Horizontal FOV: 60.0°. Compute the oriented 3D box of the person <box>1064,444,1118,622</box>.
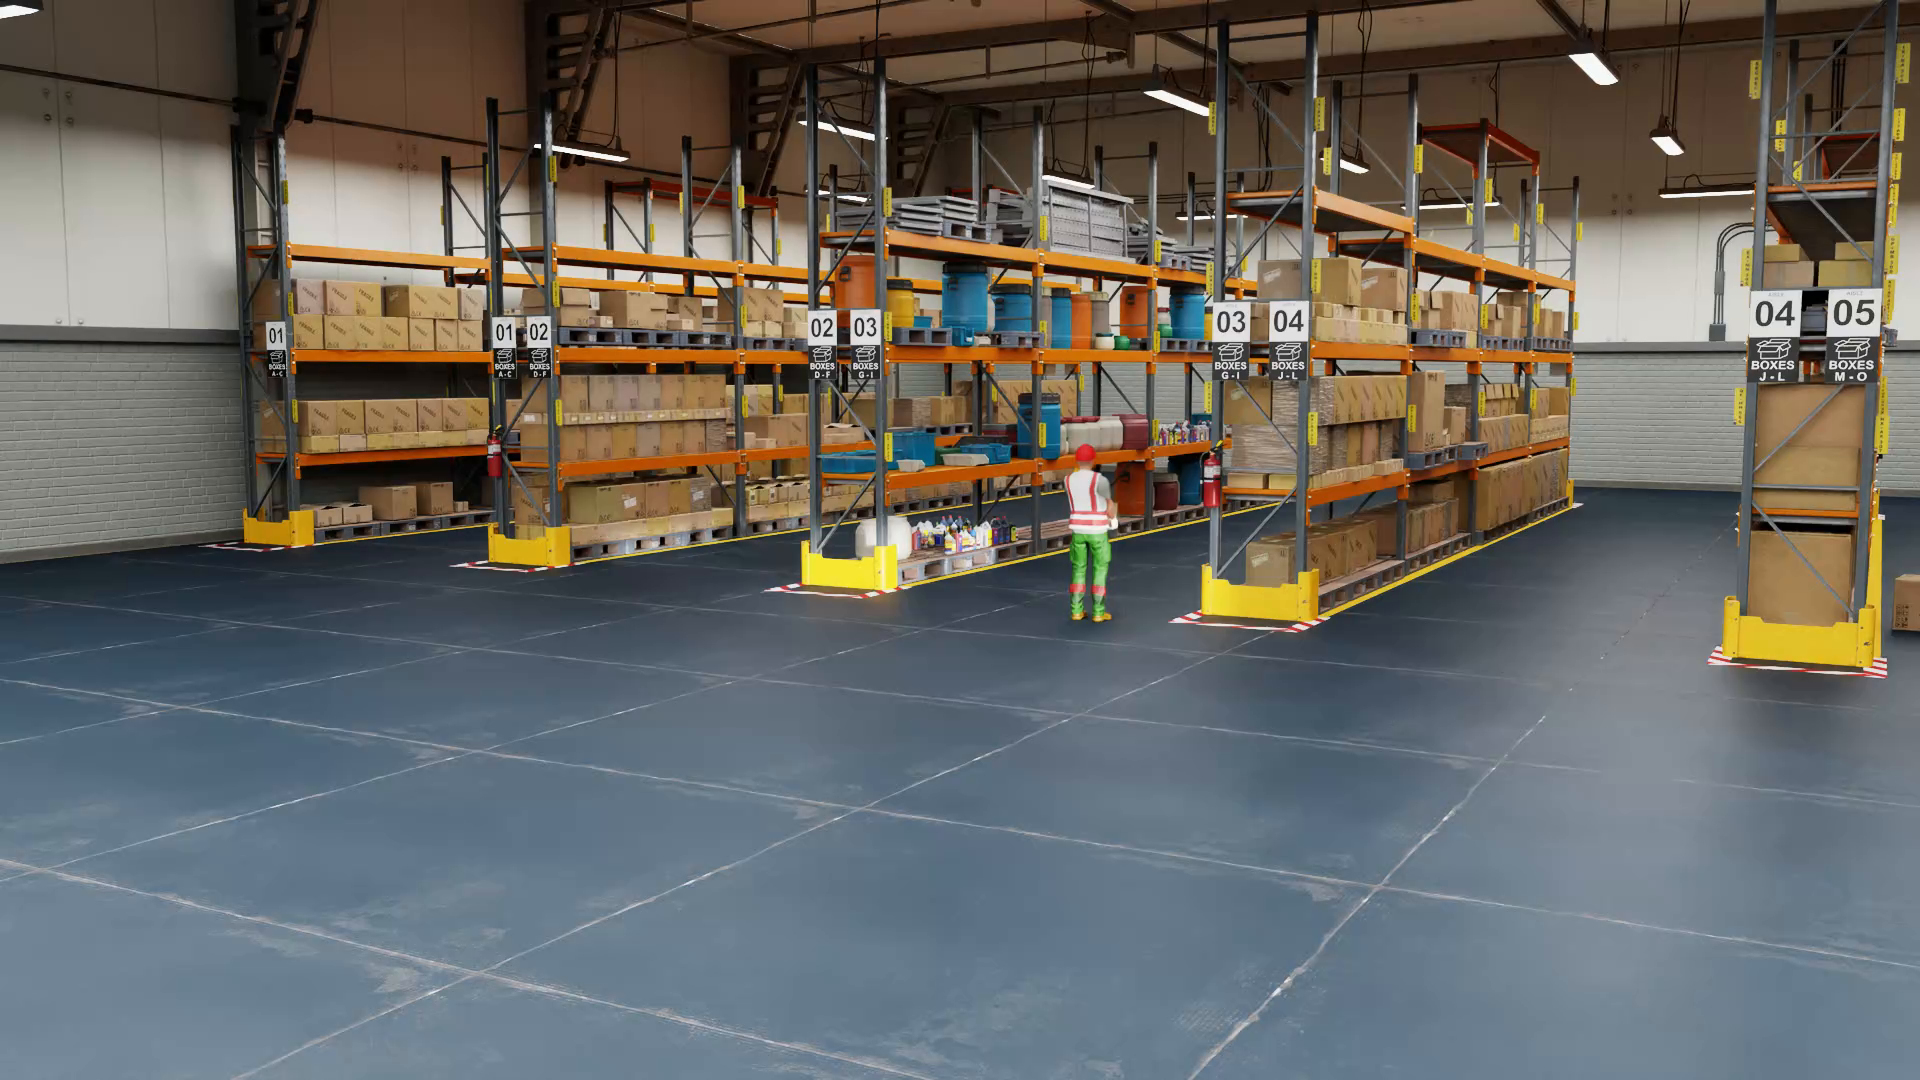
[{"bbox_3d":[1.342,-0.090,16.855,0.494,1.783,0.567,3,7,30],"label":"person"}]
